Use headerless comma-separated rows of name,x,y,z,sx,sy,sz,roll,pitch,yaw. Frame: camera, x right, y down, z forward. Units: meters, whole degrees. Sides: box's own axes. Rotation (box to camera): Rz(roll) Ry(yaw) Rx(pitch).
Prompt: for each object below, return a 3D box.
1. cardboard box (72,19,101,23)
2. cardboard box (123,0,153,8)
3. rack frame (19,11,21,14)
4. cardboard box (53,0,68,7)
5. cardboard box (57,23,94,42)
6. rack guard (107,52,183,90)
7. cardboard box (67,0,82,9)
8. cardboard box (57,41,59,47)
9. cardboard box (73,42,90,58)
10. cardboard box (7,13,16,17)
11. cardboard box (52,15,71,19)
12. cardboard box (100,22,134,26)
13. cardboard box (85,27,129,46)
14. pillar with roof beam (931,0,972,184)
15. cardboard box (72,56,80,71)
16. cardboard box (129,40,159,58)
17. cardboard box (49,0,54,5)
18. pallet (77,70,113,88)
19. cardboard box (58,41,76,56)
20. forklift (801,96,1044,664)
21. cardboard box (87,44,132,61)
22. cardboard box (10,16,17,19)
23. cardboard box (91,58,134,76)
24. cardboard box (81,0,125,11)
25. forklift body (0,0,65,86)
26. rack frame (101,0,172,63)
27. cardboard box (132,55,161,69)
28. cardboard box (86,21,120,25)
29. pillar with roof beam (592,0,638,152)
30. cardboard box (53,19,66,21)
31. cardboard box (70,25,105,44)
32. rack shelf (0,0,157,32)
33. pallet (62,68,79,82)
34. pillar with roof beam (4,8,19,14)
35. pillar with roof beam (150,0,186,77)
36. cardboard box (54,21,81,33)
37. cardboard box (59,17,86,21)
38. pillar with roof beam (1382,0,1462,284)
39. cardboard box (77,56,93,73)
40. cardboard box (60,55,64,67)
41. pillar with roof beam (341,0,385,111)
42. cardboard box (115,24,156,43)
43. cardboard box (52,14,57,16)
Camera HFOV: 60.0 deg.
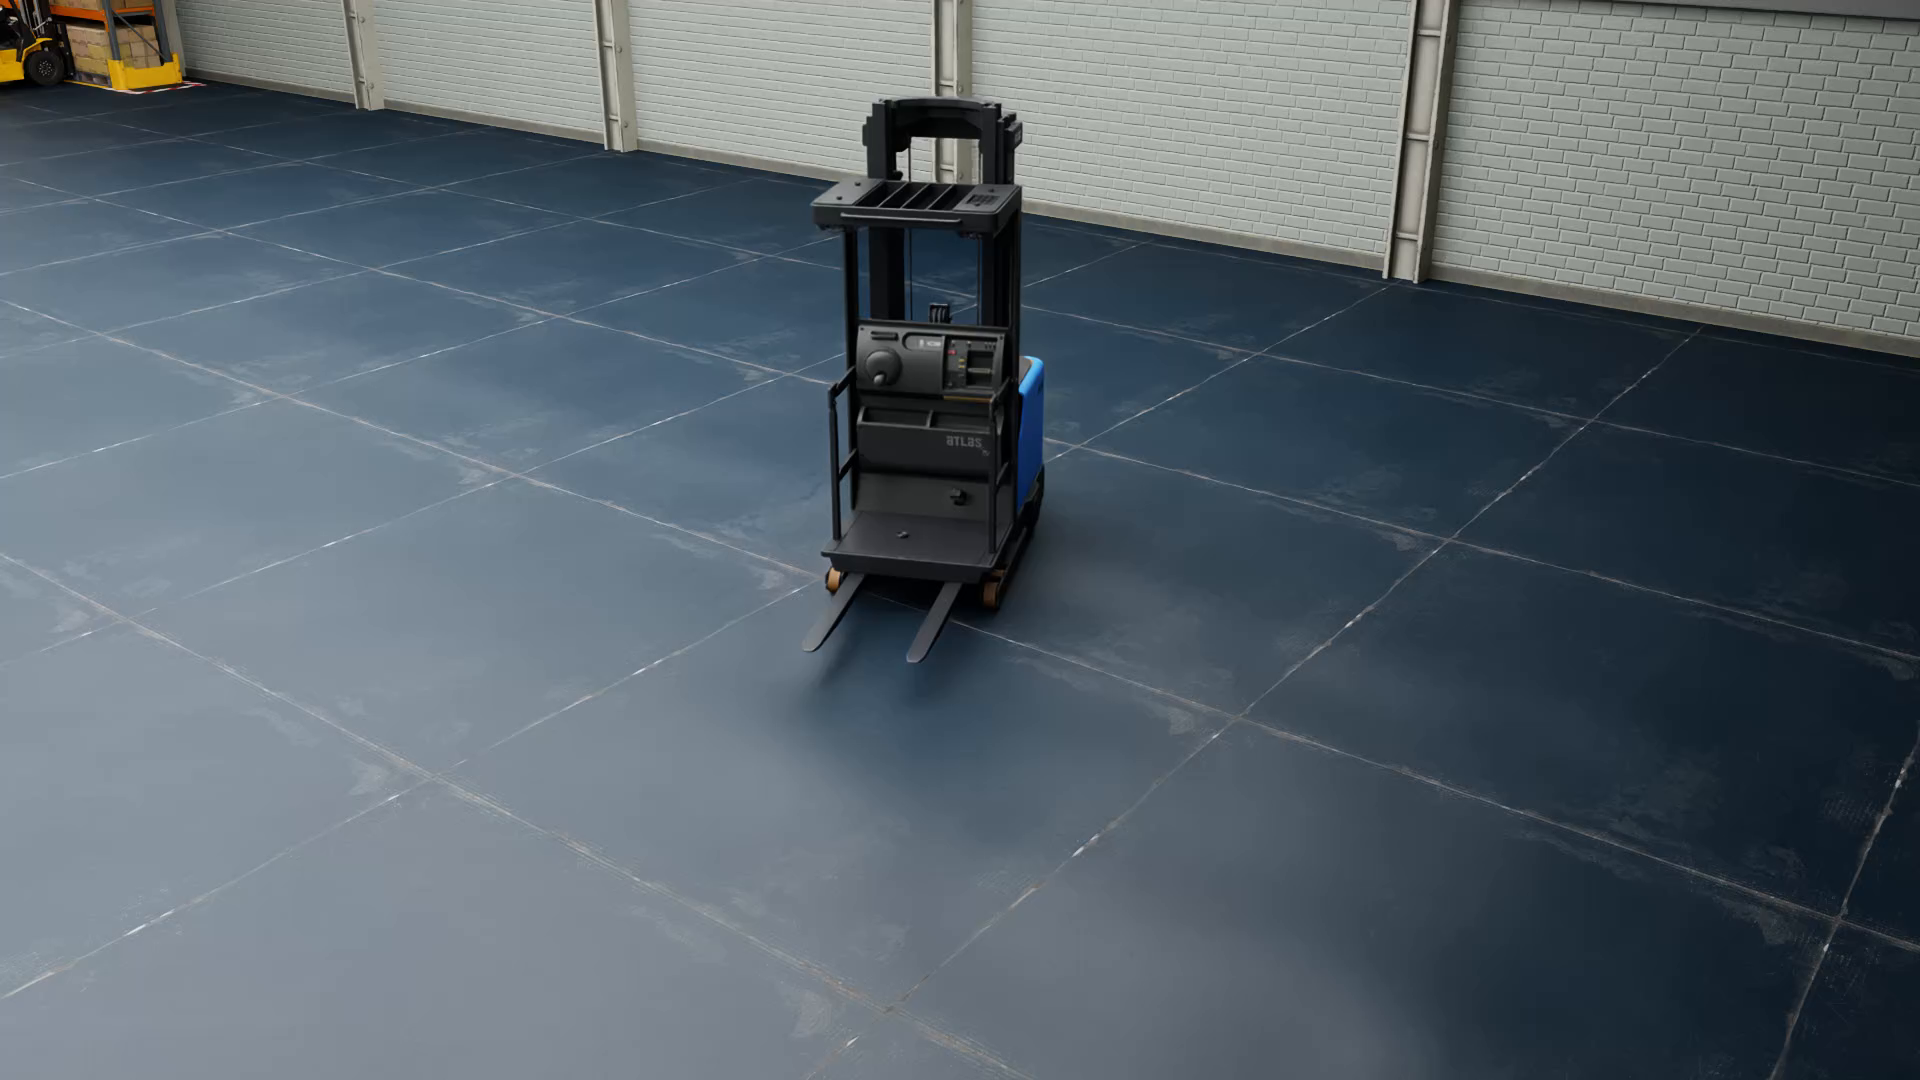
cardboard box,-15.962,-9.421,30.562,0.500,0.250,0.500,16,28,32
cardboard box,-14.719,-9.738,29.506,0.500,0.500,0.500,18,29,35
rack frame,-17.690,-10.450,31.247,0.127,3.000,1.000,17,29,33
cardboard box,-15.860,-9.815,29.681,0.500,0.500,0.500,16,29,32
cardboard box,-15.867,-9.125,29.889,0.500,0.250,0.500,17,29,34
rack guard,-14.470,-8.333,29.542,0.348,0.500,1.175,17,29,33
cardboard box,-15.450,-9.691,29.400,0.500,0.500,0.500,18,29,35
cardboard box,-16.285,-9.027,30.287,0.500,0.250,0.500,17,29,33
cardboard box,-15.461,-8.787,29.741,0.500,0.250,0.500,16,29,33
cardboard box,-18.730,-9.868,32.350,0.625,0.625,0.875,16,29,33
cardboard box,-16.766,-9.667,31.119,0.500,0.250,0.500,16,29,33
cardboard box,-15.162,-9.171,29.993,0.500,0.250,0.500,17,29,33
cardboard box,-15.045,-8.885,29.344,0.500,0.250,0.500,18,29,35
pillar with roof beam,-2.684,-6.945,15.852,0.400,9.000,9.100,17,29,33
cardboard box,-15.842,-8.675,30.108,0.500,0.250,0.500,17,29,34
cardboard box,-14.741,-8.826,29.830,0.500,0.250,0.500,17,29,34
cardboard box,-16.269,-9.933,29.949,0.500,0.500,0.500,17,29,34
pallet,-15.126,-8.378,30.002,1.213,0.211,1.003,17,29,33
cardboard box,-15.887,-8.905,30.009,0.500,0.250,0.500,16,28,32
forklift,-0.228,-1.085,10.076,1.130,2.935,3.031,5,24,11
cardboard box,-15.066,-8.662,29.458,0.500,0.250,0.500,16,29,33
cardboard box,-17.491,-9.623,31.019,0.500,0.250,0.500,16,29,33
cardboard box,-15.055,-8.428,29.547,0.500,0.250,0.500,17,29,34
cardboard box,-15.040,-9.562,29.109,0.500,0.500,0.500,16,28,32
forklift body,-17.101,-8.964,28.927,1.214,2.155,2.313,17,29,33
rack frame,-14.489,-9.482,29.051,0.127,3.000,1.000,17,29,33
cardboard box,-14.765,-8.598,29.934,0.500,0.250,0.500,17,29,34
cardboard box,-15.556,-9.295,30.276,0.500,0.250,0.500,17,29,33
pillar with roof beam,-7.485,-8.396,19.145,0.400,9.000,9.100,17,29,33
cardboard box,-16.683,-9.379,30.467,0.500,0.250,0.500,18,29,35
cardboard box,-15.457,-9.006,29.620,0.500,0.250,0.500,17,29,34
rack shelf,-16.090,-9.637,30.294,4.000,0.370,1.077,17,29,33
pallet,-16.098,-8.673,30.672,1.213,0.211,1.003,17,29,33
pillar with roof beam,-21.889,-12.749,29.024,0.400,9.000,9.100,17,29,33
pillar with roof beam,-17.088,-11.298,25.731,0.400,9.000,9.100,17,29,33
cardboard box,-16.267,-9.250,30.173,0.500,0.250,0.500,16,28,32
cardboard box,-16.369,-9.540,30.832,0.500,0.250,0.500,17,29,34
pillar with roof beam,2.117,-5.494,12.559,0.400,9.000,9.100,17,29,33
cardboard box,-15.447,-8.551,29.827,0.500,0.250,0.500,17,29,33
cardboard box,-16.271,-8.794,30.377,0.500,0.250,0.500,18,29,35
pillar with roof beam,-12.287,-9.847,22.438,0.400,9.000,9.100,17,29,33
cardboard box,-14.760,-9.051,29.722,0.500,0.250,0.500,16,29,33
cardboard box,-17.180,-9.785,31.386,0.500,0.250,0.500,17,29,34
